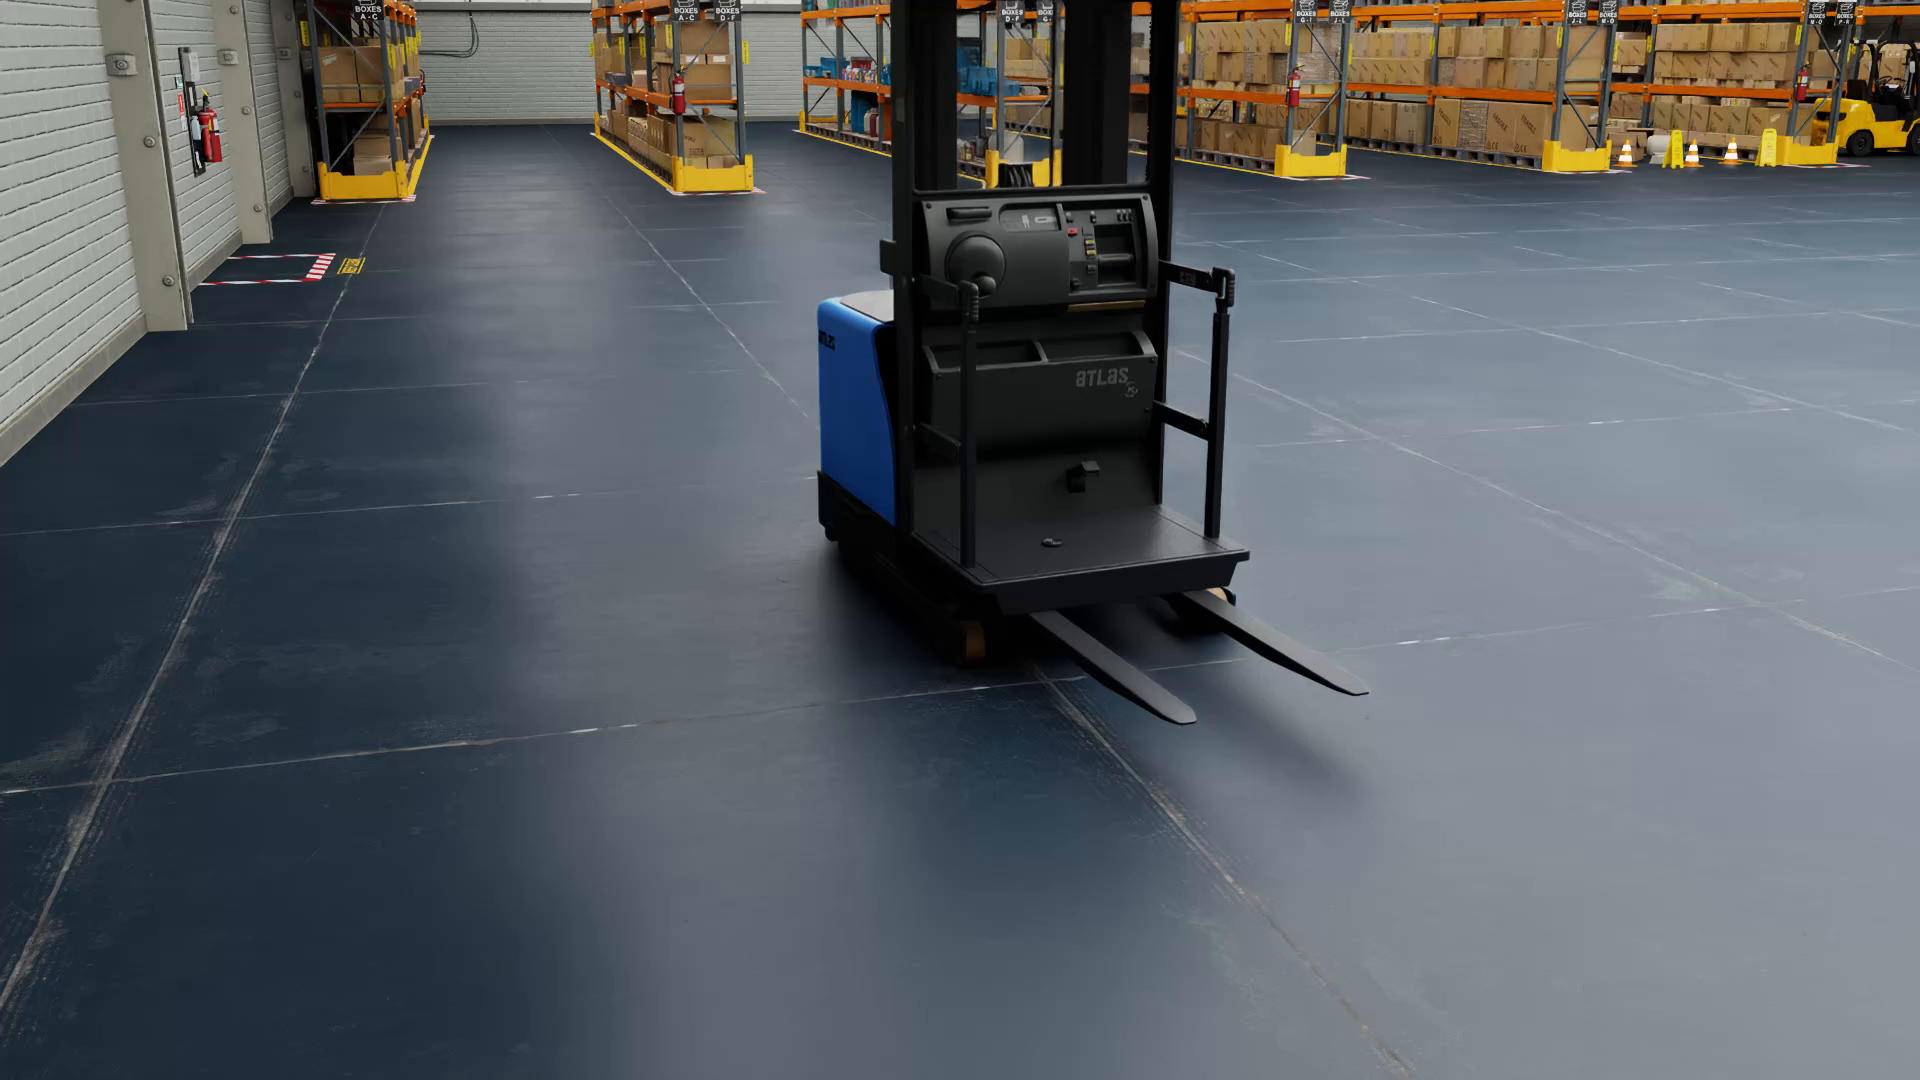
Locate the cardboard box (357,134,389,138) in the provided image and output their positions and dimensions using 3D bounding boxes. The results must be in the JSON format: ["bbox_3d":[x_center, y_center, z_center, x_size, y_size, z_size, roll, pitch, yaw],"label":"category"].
[{"bbox_3d":[-9.237,-6.133,26.236,0.500,0.500,0.500,-6,18,-19],"label":"cardboard box"}]

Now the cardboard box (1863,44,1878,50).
[{"bbox_3d":[18.830,-10.145,34.192,0.380,0.149,0.250,-4,17,-14],"label":"cardboard box"}]

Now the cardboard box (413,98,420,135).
[{"bbox_3d":[-11.455,-8.619,33.936,0.750,0.750,0.750,-4,17,-15],"label":"cardboard box"}]

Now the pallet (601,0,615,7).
[{"bbox_3d":[-6.597,-10.883,33.582,1.213,0.211,1.003,-5,17,-15],"label":"pallet"}]

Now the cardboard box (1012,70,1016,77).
[{"bbox_3d":[1.494,-11.369,40.523,0.380,0.149,0.250,-5,17,-16],"label":"cardboard box"}]

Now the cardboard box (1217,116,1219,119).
[{"bbox_3d":[6.599,-10.437,41.208,0.380,0.149,0.250,-4,17,-14],"label":"cardboard box"}]

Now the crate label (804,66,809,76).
[{"bbox_3d":[-3.581,-11.360,40.244,0.416,0.233,0.303,-5,17,-15],"label":"crate label"}]

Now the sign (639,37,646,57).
[{"bbox_3d":[-5.317,-8.267,27.885,0.100,0.325,0.005,-5,17,-15],"label":"sign"}]

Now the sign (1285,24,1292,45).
[{"bbox_3d":[5.288,-8.140,26.773,0.100,0.325,0.005,-5,17,-15],"label":"sign"}]

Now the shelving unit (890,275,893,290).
[{"bbox_3d":[-0.174,-0.696,7.685,0.258,1.200,0.189,-7,18,-21],"label":"shelving unit"}]

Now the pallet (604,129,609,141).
[{"bbox_3d":[-7.524,-9.202,37.719,1.003,0.211,1.213,-5,17,-15],"label":"pallet"}]

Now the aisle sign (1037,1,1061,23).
[{"bbox_3d":[1.366,-8.329,25.446,0.394,0.787,0.004,-5,17,-15],"label":"aisle sign"}]

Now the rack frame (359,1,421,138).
[{"bbox_3d":[-11.759,-9.616,34.252,1.000,3.000,0.127,-5,17,-15],"label":"rack frame"}]

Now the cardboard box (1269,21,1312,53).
[{"bbox_3d":[5.438,-8.274,27.353,0.500,0.500,0.500,-5,17,-15],"label":"cardboard box"}]

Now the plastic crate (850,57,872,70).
[{"bbox_3d":[-2.237,-10.726,37.730,0.402,0.464,0.583,-5,17,-15],"label":"plastic crate"}]

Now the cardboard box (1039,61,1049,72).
[{"bbox_3d":[2.155,-10.963,38.479,0.500,0.250,0.500,-5,17,-16],"label":"cardboard box"}]

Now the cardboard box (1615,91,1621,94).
[{"bbox_3d":[16.730,-11.310,41.860,0.380,0.149,0.250,-5,17,-16],"label":"cardboard box"}]

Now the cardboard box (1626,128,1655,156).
[{"bbox_3d":[13.242,-7.762,32.419,0.500,0.500,0.500,7,18,23],"label":"cardboard box"}]

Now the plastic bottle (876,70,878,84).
[{"bbox_3d":[-1.655,-9.316,33.453,0.061,0.283,0.133,-5,17,-15],"label":"plastic bottle"}]

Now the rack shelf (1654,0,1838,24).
[{"bbox_3d":[14.806,-9.901,31.235,1.077,0.370,4.000,-5,17,-15],"label":"rack shelf"}]

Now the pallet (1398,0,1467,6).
[{"bbox_3d":[9.225,-10.537,32.436,0.805,0.209,1.217,-5,18,-17],"label":"pallet"}]

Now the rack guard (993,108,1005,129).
[{"bbox_3d":[1.423,-10.707,42.228,1.175,0.500,0.348,-5,17,-15],"label":"rack guard"}]

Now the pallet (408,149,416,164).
[{"bbox_3d":[-10.446,-6.958,30.250,1.003,0.211,1.213,-5,17,-15],"label":"pallet"}]

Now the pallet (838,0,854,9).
[{"bbox_3d":[-1.924,-11.537,35.759,1.213,0.211,1.003,-5,17,-15],"label":"pallet"}]

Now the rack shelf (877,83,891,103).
[{"bbox_3d":[-0.584,-8.396,31.438,1.077,0.370,4.000,-5,17,-15],"label":"rack shelf"}]

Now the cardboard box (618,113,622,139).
[{"bbox_3d":[-6.672,-8.444,33.930,0.500,0.500,0.500,-5,18,-17],"label":"cardboard box"}]

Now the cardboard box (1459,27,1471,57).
[{"bbox_3d":[9.856,-9.284,31.007,0.875,0.550,0.550,-5,17,-15],"label":"cardboard box"}]

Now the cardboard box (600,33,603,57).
[{"bbox_3d":[-7.667,-10.936,36.734,0.500,0.500,0.500,-5,17,-15],"label":"cardboard box"}]

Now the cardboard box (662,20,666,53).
[{"bbox_3d":[-4.393,-8.065,26.658,0.700,0.500,0.500,-5,17,-15],"label":"cardboard box"}]

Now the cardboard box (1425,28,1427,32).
[{"bbox_3d":[11.699,-12.554,40.991,0.380,0.149,0.250,-4,17,-14],"label":"cardboard box"}]

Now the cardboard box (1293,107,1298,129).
[{"bbox_3d":[7.693,-9.503,37.490,0.500,0.500,0.500,-6,18,-18],"label":"cardboard box"}]

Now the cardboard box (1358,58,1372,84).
[{"bbox_3d":[8.569,-9.671,34.261,0.500,0.500,0.500,-5,17,-15],"label":"cardboard box"}]

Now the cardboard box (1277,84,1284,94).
[{"bbox_3d":[5.482,-7.483,27.588,0.380,0.149,0.250,-5,17,-15],"label":"cardboard box"}]

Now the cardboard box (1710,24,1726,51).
[{"bbox_3d":[14.630,-9.471,31.340,0.700,0.500,0.500,-5,17,-16],"label":"cardboard box"}]

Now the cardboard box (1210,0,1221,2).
[{"bbox_3d":[4.755,-9.653,29.419,0.500,0.250,0.500,-5,17,-16],"label":"cardboard box"}]

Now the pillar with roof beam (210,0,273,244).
[{"bbox_3d":[-3.697,-7.976,18.364,9.100,9.000,0.400,-5,17,-15],"label":"pillar with roof beam"}]

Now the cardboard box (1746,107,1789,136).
[{"bbox_3d":[14.884,-7.700,30.618,0.500,0.500,0.500,-5,17,-15],"label":"cardboard box"}]

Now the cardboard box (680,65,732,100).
[{"bbox_3d":[-3.815,-6.868,24.928,0.700,0.500,0.500,-5,17,-15],"label":"cardboard box"}]

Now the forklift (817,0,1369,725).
[{"bbox_3d":[0.387,-1.090,5.987,1.130,2.935,3.031,-7,18,-21],"label":"forklift"}]

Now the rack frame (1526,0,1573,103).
[{"bbox_3d":[13.157,-10.468,37.088,1.000,3.000,0.127,-5,17,-15],"label":"rack frame"}]

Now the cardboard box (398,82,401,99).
[{"bbox_3d":[-8.581,-6.679,24.698,0.500,0.250,0.500,-5,17,-16],"label":"cardboard box"}]

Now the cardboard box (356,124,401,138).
[{"bbox_3d":[-10.218,-7.042,29.261,0.700,0.500,0.500,-5,17,-16],"label":"cardboard box"}]

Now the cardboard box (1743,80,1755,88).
[{"bbox_3d":[14.721,-8.424,30.720,0.380,0.149,0.250,-4,17,-14],"label":"cardboard box"}]

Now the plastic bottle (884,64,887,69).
[{"bbox_3d":[-1.615,-10.097,35.936,0.144,0.351,0.185,-5,17,-15],"label":"plastic bottle"}]

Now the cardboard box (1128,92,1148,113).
[{"bbox_3d":[3.459,-9.061,35.366,1.225,0.875,0.875,-6,18,-18],"label":"cardboard box"}]

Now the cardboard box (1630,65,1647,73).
[{"bbox_3d":[13.849,-9.563,33.781,0.380,0.149,0.250,-4,17,-14],"label":"cardboard box"}]

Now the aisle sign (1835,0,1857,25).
[{"bbox_3d":[15.670,-9.508,29.372,0.394,0.787,0.004,-5,17,-15],"label":"aisle sign"}]

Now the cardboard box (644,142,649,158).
[{"bbox_3d":[-5.191,-6.772,28.833,0.500,0.250,0.500,-5,17,-16],"label":"cardboard box"}]

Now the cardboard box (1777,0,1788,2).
[{"bbox_3d":[14.888,-9.715,29.801,0.380,0.149,0.250,-5,17,-15],"label":"cardboard box"}]

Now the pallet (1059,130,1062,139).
[{"bbox_3d":[2.814,-9.248,37.874,1.003,0.211,1.213,-5,17,-15],"label":"pallet"}]

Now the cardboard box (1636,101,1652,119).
[{"bbox_3d":[17.034,-10.536,40.927,0.500,0.500,0.500,-5,17,-17],"label":"cardboard box"}]

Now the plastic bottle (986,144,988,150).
[{"bbox_3d":[0.500,-6.745,28.650,0.061,0.283,0.133,-5,17,-15],"label":"plastic bottle"}]

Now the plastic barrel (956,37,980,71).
[{"bbox_3d":[0.150,-8.558,29.856,0.600,0.901,0.708,-5,17,-15],"label":"plastic barrel"}]

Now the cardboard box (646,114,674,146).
[{"bbox_3d":[-4.972,-6.887,27.910,0.500,0.500,0.500,-5,17,-15],"label":"cardboard box"}]

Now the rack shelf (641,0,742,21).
[{"bbox_3d":[-4.249,-8.335,26.023,1.077,0.370,4.000,-5,17,-15],"label":"rack shelf"}]
